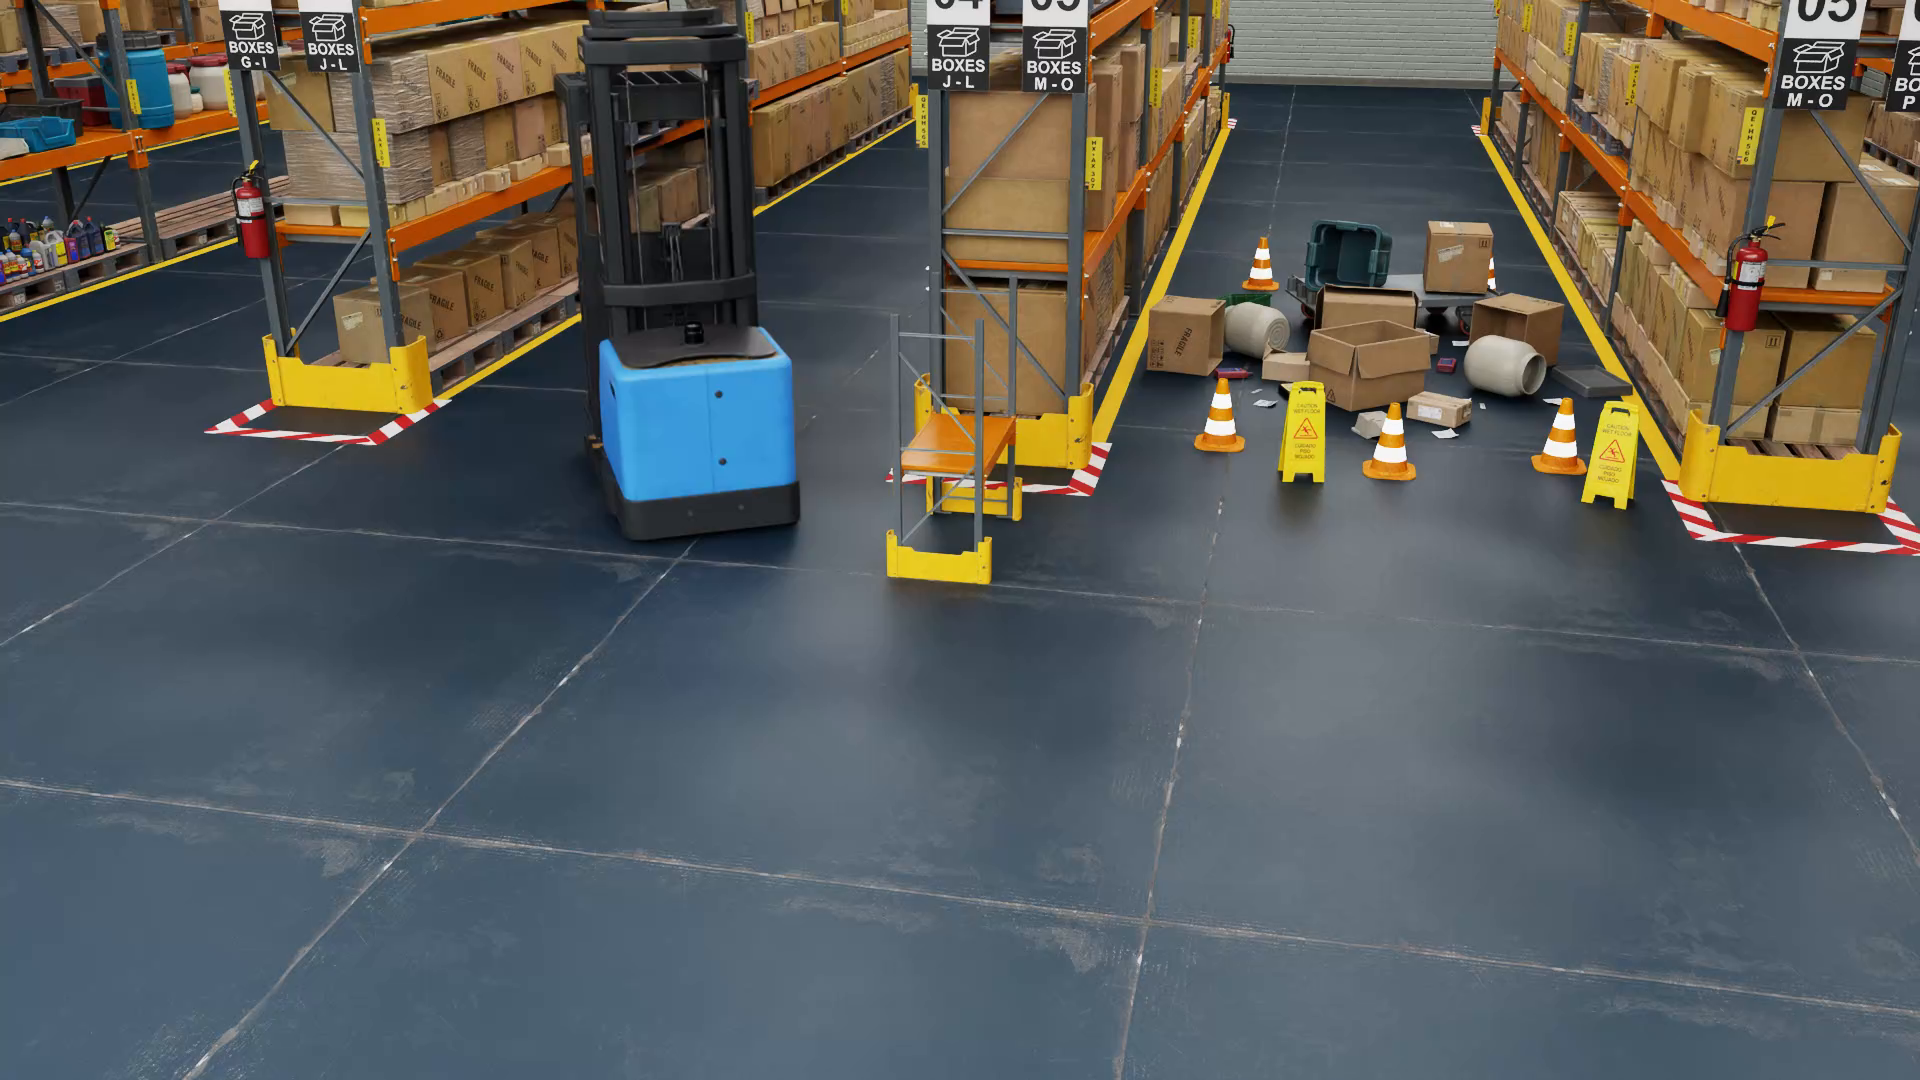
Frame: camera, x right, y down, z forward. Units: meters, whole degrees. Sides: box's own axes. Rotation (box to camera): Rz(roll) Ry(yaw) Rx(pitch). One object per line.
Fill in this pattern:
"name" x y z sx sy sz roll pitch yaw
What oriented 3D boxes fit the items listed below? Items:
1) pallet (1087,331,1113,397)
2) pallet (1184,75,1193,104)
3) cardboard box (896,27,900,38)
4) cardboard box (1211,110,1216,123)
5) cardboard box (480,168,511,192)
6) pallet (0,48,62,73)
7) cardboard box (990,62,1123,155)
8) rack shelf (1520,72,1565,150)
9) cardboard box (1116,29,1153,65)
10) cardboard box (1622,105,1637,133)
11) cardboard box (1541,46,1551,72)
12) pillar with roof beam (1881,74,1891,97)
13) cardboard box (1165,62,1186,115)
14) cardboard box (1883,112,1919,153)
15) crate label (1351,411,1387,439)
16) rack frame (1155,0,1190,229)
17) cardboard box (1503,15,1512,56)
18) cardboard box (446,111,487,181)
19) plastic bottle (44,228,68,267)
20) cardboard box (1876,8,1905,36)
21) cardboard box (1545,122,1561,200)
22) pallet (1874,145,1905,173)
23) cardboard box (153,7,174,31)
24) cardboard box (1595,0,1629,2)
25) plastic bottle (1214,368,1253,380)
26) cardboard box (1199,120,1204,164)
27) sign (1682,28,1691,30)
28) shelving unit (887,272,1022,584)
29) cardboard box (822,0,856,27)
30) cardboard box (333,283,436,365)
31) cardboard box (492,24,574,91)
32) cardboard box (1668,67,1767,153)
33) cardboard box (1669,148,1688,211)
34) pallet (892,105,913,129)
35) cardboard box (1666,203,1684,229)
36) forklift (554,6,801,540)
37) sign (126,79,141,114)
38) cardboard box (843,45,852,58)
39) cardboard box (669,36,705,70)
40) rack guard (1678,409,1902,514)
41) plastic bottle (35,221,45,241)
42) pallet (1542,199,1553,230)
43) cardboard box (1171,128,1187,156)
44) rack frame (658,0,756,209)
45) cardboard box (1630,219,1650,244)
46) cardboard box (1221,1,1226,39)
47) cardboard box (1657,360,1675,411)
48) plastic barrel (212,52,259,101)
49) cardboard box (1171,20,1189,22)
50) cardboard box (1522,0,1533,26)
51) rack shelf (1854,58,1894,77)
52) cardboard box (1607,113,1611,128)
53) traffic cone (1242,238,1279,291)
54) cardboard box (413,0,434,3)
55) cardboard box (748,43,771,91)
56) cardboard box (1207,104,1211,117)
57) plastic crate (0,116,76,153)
"pallet" 0.636 -1.420 13.097 1.003 0.211 1.213 4 22 11
"pallet" 1.972 -5.076 18.699 1.213 0.211 1.003 4 22 11
"cardboard box" -1.126 -7.778 25.487 0.380 0.149 0.250 5 22 11
"cardboard box" 3.438 -6.042 23.696 0.380 0.149 0.250 5 22 11
"cardboard box" -3.844 -2.896 13.366 0.380 0.149 0.250 4 22 11
"pallet" -12.532 -6.232 21.569 1.213 0.211 1.003 4 22 11
"cardboard box" 0.681 -3.076 11.830 0.875 0.550 0.550 4 22 11
"rack shelf" 7.205 -4.954 19.101 1.077 0.370 4.000 4 22 11
"cardboard box" 1.416 -4.499 15.536 0.700 0.500 0.500 5 22 11
"cardboard box" 5.850 -3.659 13.828 0.500 0.500 0.500 4 22 10
"cardboard box" 6.938 -5.481 18.980 0.500 0.250 0.500 4 22 9
"pillar with roof beam" 10.508 -11.133 25.451 9.100 9.000 0.400 4 22 11
"cardboard box" 2.101 -4.757 17.517 0.500 0.500 0.500 4 22 11
"cardboard box" 12.654 -5.428 22.100 0.500 0.500 0.500 5 22 12
"crate label" 2.933 -0.810 11.682 0.250 0.136 0.298 -7 23 -17
"rack frame" 1.930 -4.896 17.996 1.000 3.000 0.127 4 22 11
"cardboard box" 7.853 -7.003 23.092 0.500 0.500 0.500 4 22 11
"cardboard box" -4.269 -3.140 13.104 0.875 0.500 0.500 4 22 11
"plastic bottle" -8.524 -2.755 15.637 0.144 0.351 0.185 4 22 11
"cardboard box" 5.550 -3.001 9.612 0.380 0.149 0.250 4 22 11
"cardboard box" 7.205 -4.337 18.889 0.875 0.875 0.875 5 22 12
"pallet" 12.861 -5.047 22.102 1.003 0.211 1.213 4 22 11
"cardboard box" -11.935 -7.779 25.021 0.500 0.500 0.500 5 22 12
"cardboard box" 7.547 -5.973 19.196 0.500 0.500 0.500 5 23 13
"plastic bottle" 2.140 -1.303 13.008 0.283 0.061 0.133 -3 22 -8
"cardboard box" 2.842 -5.104 21.297 0.500 0.500 0.500 4 22 10
"sign" 7.330 -5.018 16.855 0.100 0.325 0.005 4 22 11
"shelving unit" -0.016 -0.668 9.504 0.587 1.500 1.083 4 22 11
"cardboard box" -1.740 -7.346 22.877 0.500 0.500 0.500 4 22 11
"cardboard box" -4.393 -1.648 12.714 0.500 0.500 0.500 9 24 21
"cardboard box" -3.644 -4.128 14.218 0.500 0.500 0.500 4 22 11
"cardboard box" 5.169 -2.861 11.071 0.700 0.500 0.500 4 22 10
"cardboard box" 5.340 -2.583 11.721 0.500 0.500 0.500 5 22 12
"pallet" -1.359 -6.645 26.071 1.003 0.211 1.213 4 22 11
"cardboard box" 5.308 -2.324 11.946 0.380 0.149 0.250 4 22 11
"forklift" -1.902 -1.879 10.595 1.130 2.935 3.031 -7 23 -17
"sign" -8.033 -4.308 16.165 0.100 0.325 0.005 4 22 11
"cardboard box" -1.702 -6.740 22.911 0.380 0.149 0.250 5 22 11
"cardboard box" -2.992 -5.140 17.905 0.700 0.500 0.500 8 23 19
"rack guard" 5.180 -0.498 10.422 1.175 0.500 0.348 4 22 11
"plastic bottle" -8.998 -2.959 16.232 0.061 0.283 0.133 4 22 11
"pallet" 7.032 -3.545 18.373 1.003 0.211 1.213 4 22 11
"cardboard box" 2.308 -4.513 18.824 0.500 0.250 0.500 3 22 8
"rack frame" -2.905 -5.311 19.026 1.000 3.000 0.127 4 22 11
"cardboard box" 5.512 -2.425 13.105 0.380 0.149 0.250 5 22 12
"cardboard box" 3.519 -7.448 23.800 0.500 0.500 0.500 5 22 11
"cardboard box" 5.180 -1.054 11.575 0.500 0.250 0.500 5 22 11
"plastic barrel" -7.922 -5.049 18.192 0.433 0.535 0.433 0 22 0
"cardboard box" 2.747 -6.359 20.605 0.380 0.149 0.250 4 22 9
"cardboard box" 7.439 -6.722 21.058 0.500 0.500 0.500 4 22 10
"rack shelf" 12.881 -6.039 21.797 1.077 0.370 4.000 4 22 11
"cardboard box" 6.038 -3.752 14.930 0.380 0.149 0.250 4 22 11
"traffic cone" 2.866 -2.632 15.769 0.336 0.463 0.334 4 22 11
"cardboard box" -4.086 -4.053 12.087 0.500 0.250 0.500 4 22 10
"cardboard box" -2.539 -5.515 19.397 0.500 0.500 0.500 5 22 12
"cardboard box" 3.300 -5.994 23.179 0.380 0.149 0.250 5 22 12
"plastic crate" -8.530 -3.731 15.303 0.499 0.251 0.616 4 22 11
